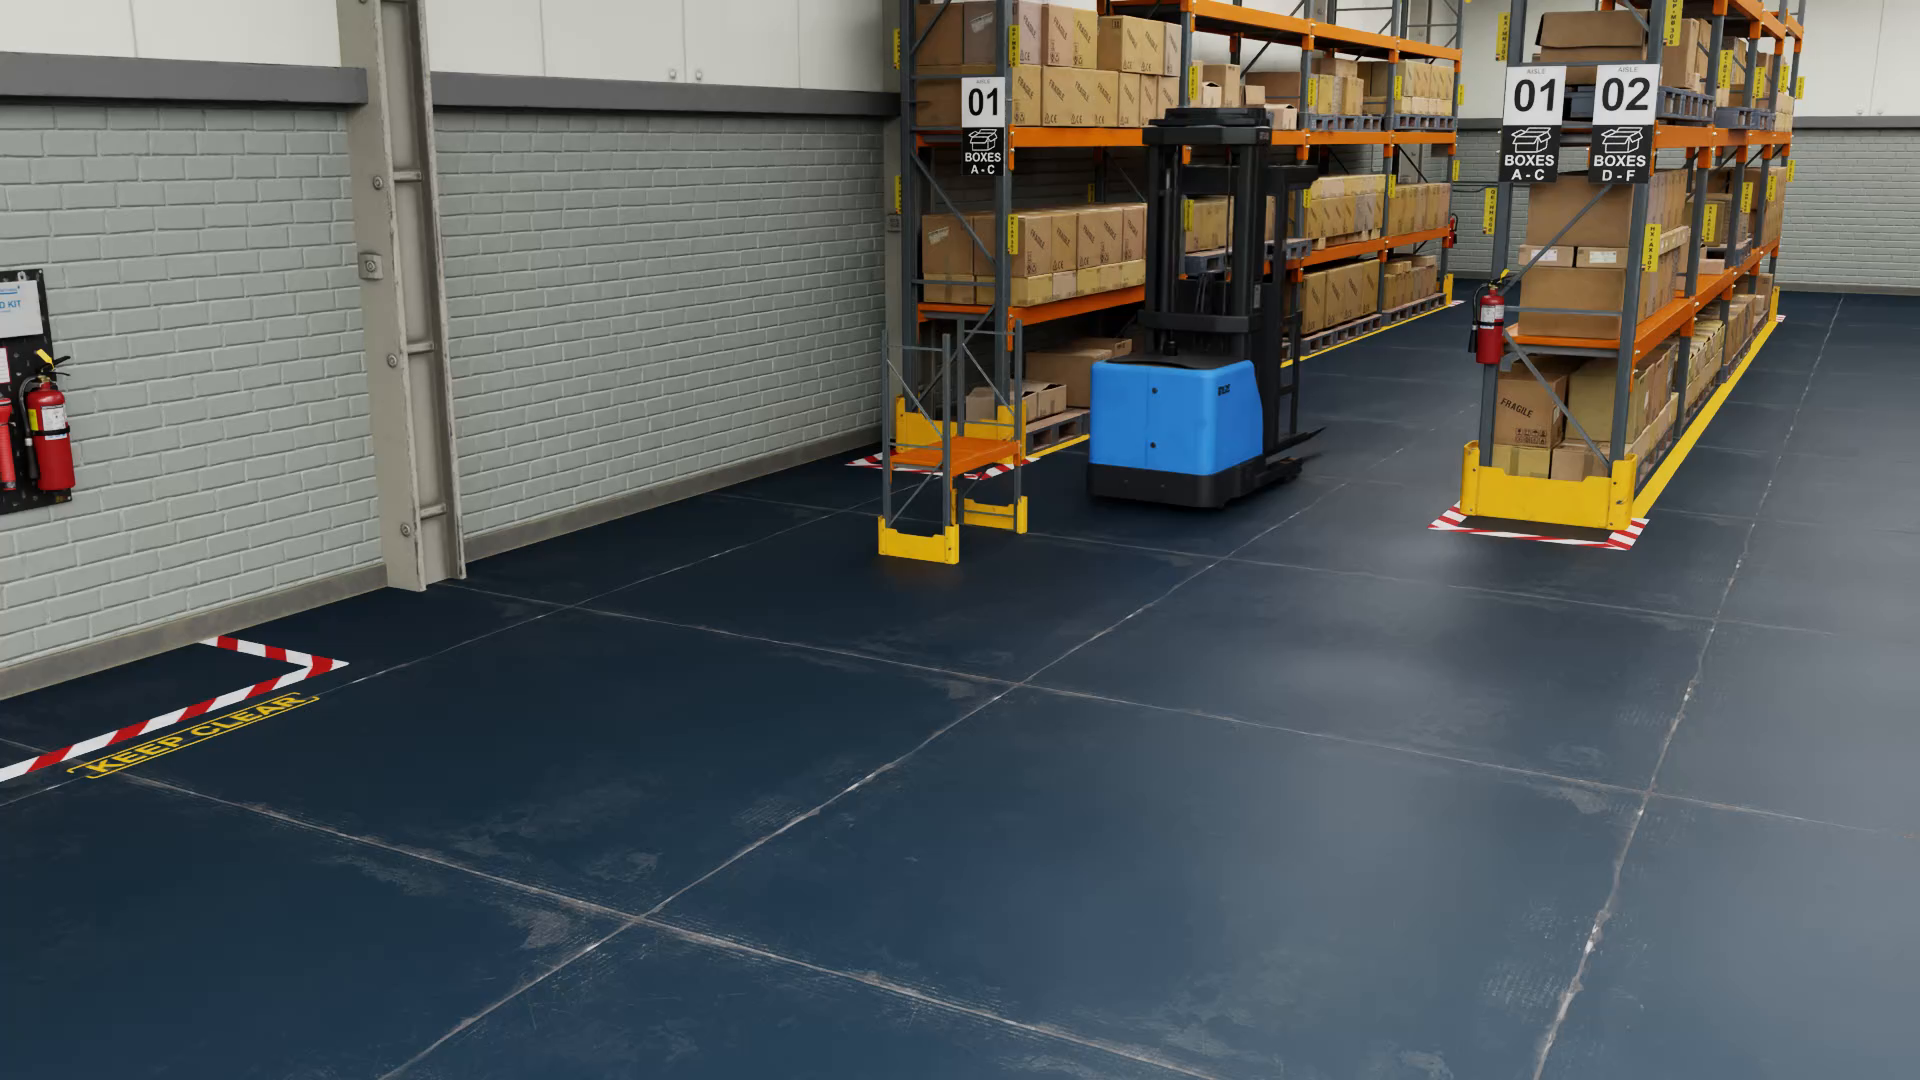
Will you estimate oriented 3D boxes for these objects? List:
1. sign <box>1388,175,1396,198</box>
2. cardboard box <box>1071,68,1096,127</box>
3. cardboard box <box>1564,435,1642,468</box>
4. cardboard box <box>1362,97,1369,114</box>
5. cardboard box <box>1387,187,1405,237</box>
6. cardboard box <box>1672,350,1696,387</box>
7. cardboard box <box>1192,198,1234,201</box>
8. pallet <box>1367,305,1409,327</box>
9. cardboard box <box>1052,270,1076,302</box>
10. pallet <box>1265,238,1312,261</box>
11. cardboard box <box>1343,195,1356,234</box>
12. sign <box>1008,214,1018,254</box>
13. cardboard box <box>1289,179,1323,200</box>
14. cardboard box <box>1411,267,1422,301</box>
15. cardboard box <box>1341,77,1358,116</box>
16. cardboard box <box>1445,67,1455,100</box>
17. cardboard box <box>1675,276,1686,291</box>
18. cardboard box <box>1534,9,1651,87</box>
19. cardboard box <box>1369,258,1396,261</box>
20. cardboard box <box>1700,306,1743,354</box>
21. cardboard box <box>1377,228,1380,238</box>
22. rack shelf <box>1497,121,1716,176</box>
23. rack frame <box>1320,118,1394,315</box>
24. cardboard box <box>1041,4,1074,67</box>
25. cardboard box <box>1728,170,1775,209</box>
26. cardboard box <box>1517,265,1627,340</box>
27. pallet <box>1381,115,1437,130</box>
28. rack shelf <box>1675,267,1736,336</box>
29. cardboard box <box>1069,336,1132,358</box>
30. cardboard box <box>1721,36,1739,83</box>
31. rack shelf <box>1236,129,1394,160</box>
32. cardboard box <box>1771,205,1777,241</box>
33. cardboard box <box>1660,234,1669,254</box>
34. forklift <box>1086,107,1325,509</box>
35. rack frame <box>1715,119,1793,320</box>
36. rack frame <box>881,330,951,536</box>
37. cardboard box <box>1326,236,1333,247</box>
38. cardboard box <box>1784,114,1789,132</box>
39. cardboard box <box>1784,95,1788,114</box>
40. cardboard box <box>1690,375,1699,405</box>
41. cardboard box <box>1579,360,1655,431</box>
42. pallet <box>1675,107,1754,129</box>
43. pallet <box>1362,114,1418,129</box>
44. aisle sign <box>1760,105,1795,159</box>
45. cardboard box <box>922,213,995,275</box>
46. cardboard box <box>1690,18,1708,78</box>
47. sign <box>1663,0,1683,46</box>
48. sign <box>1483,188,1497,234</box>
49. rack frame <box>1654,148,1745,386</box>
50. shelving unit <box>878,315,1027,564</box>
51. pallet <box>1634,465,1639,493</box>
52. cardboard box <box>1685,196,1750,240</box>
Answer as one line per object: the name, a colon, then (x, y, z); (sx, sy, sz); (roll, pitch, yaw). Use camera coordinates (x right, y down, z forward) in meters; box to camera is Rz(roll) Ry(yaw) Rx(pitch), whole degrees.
sign: (6.243, -5.114, 24.046); (0.100, 0.325, 0.005); (7, 15, 28)
cardboard box: (0.881, -3.958, 14.893); (0.500, 0.500, 0.500); (8, 16, 31)
cardboard box: (4.993, -0.682, 12.935); (0.500, 0.250, 0.500); (7, 15, 28)
cardboard box: (5.889, -6.455, 24.717); (0.500, 0.250, 0.500); (8, 15, 29)
cardboard box: (6.040, -4.905, 24.838); (0.980, 0.700, 0.700); (8, 16, 29)
cardboard box: (6.652, -1.644, 15.728); (0.500, 0.311, 0.500); (7, 15, 28)
cardboard box: (3.028, -3.736, 19.477); (0.700, 0.500, 0.500); (7, 15, 28)
pallet: (6.199, -3.441, 25.356); (1.003, 0.211, 1.213); (7, 15, 28)
cardboard box: (0.715, -2.297, 14.937); (0.500, 0.250, 0.500); (7, 15, 26)
pallet: (3.578, -3.577, 20.381); (1.213, 0.211, 1.003); (7, 15, 28)
cardboard box: (5.035, -4.418, 22.569); (0.500, 0.500, 0.500); (8, 16, 30)
sign: (0.437, -2.547, 13.851); (0.100, 0.325, 0.005); (7, 15, 28)
cardboard box: (4.289, -4.466, 21.168); (0.500, 0.250, 0.500); (8, 16, 29)
cardboard box: (6.962, -4.098, 26.570); (0.700, 0.500, 0.500); (7, 15, 26)
cardboard box: (5.029, -6.081, 22.803); (0.700, 0.500, 0.500); (7, 15, 27)
cardboard box: (7.582, -7.292, 26.589); (0.500, 0.500, 0.500); (7, 15, 28)
cardboard box: (6.841, -2.484, 15.974); (0.380, 0.149, 0.250); (7, 15, 28)
cardboard box: (4.582, -3.525, 11.940); (0.797, 0.503, 0.637); (9, 16, 32)
cardboard box: (6.720, -4.408, 26.469); (0.380, 0.149, 0.250); (8, 15, 29)
cardboard box: (9.133, -2.538, 20.058); (0.500, 0.500, 0.500); (7, 15, 27)
cardboard box: (5.848, -4.436, 24.026); (0.380, 0.149, 0.250); (8, 15, 29)
rack shelf: (5.267, -3.146, 13.317); (1.077, 0.370, 4.000); (7, 15, 28)
rack frame: (5.763, -4.650, 24.419); (1.000, 3.000, 0.127); (7, 15, 28)
cardboard box: (0.648, -4.339, 14.341); (0.500, 0.500, 0.500); (7, 15, 27)
cardboard box: (10.575, -4.689, 22.234); (0.500, 0.500, 0.500); (8, 16, 29)
cardboard box: (4.537, -1.770, 12.262); (0.700, 0.500, 0.500); (7, 15, 28)
pallet: (6.759, -6.481, 25.804); (1.003, 0.211, 1.213); (7, 15, 28)
rack shelf: (7.201, -2.508, 17.073); (1.077, 0.370, 4.000); (7, 15, 28)
cardboard box: (1.429, -1.789, 16.951); (0.500, 0.500, 0.500); (6, 15, 24)
cardboard box: (8.384, -5.350, 18.578); (0.500, 0.500, 0.500); (7, 15, 28)
rack shelf: (4.796, -5.348, 22.450); (1.077, 0.370, 4.000); (7, 15, 28)
cardboard box: (11.319, -4.524, 23.684); (0.500, 0.500, 0.500); (7, 15, 27)
cardboard box: (5.549, -2.416, 13.559); (0.380, 0.149, 0.250); (8, 16, 30)
forklift: (2.162, -1.949, 13.365); (1.130, 2.935, 3.031); (8, 16, 30)
rack frame: (12.035, -4.910, 25.499); (1.000, 3.000, 0.127); (7, 15, 28)
rack frame: (-0.287, -0.607, 10.853); (0.500, 1.500, 0.032); (7, 15, 28)
cardboard box: (4.789, -4.025, 22.322); (0.380, 0.149, 0.250); (8, 16, 29)
cardboard box: (11.536, -5.954, 23.751); (0.500, 0.250, 0.500); (7, 15, 28)
cardboard box: (11.287, -6.096, 23.271); (0.500, 0.250, 0.500); (7, 15, 28)
cardboard box: (6.894, -1.475, 16.221); (0.500, 0.250, 0.500); (8, 16, 29)
cardboard box: (5.225, -1.151, 13.277); (0.500, 0.500, 0.500); (7, 15, 28)
pallet: (7.380, -4.256, 16.788); (1.003, 0.211, 1.213); (8, 16, 31)
pallet: (6.168, -6.231, 24.770); (1.003, 0.211, 1.213); (7, 15, 28)
aisle sign: (12.336, -6.153, 25.108); (0.394, 0.787, 0.004); (7, 15, 28)
cardboard box: (0.004, -2.610, 14.636); (0.500, 0.500, 0.500); (7, 15, 27)
cardboard box: (6.567, -4.524, 15.322); (0.500, 0.500, 0.500); (8, 15, 29)
sign: (4.783, -3.485, 11.153); (0.100, 0.325, 0.005); (7, 15, 28)
sign: (3.832, -2.369, 11.986); (0.100, 0.325, 0.005); (7, 15, 28)
rack frame: (8.168, -3.268, 18.690); (1.000, 3.000, 0.127); (7, 15, 28)
shelving unit: (-0.037, -0.713, 11.293); (0.587, 1.500, 1.083); (7, 15, 28)
pallet: (4.633, -0.433, 12.880); (1.003, 0.211, 1.213); (7, 15, 28)
cardboard box: (9.301, -3.972, 20.501); (0.700, 0.500, 0.500); (3, 14, 14)
